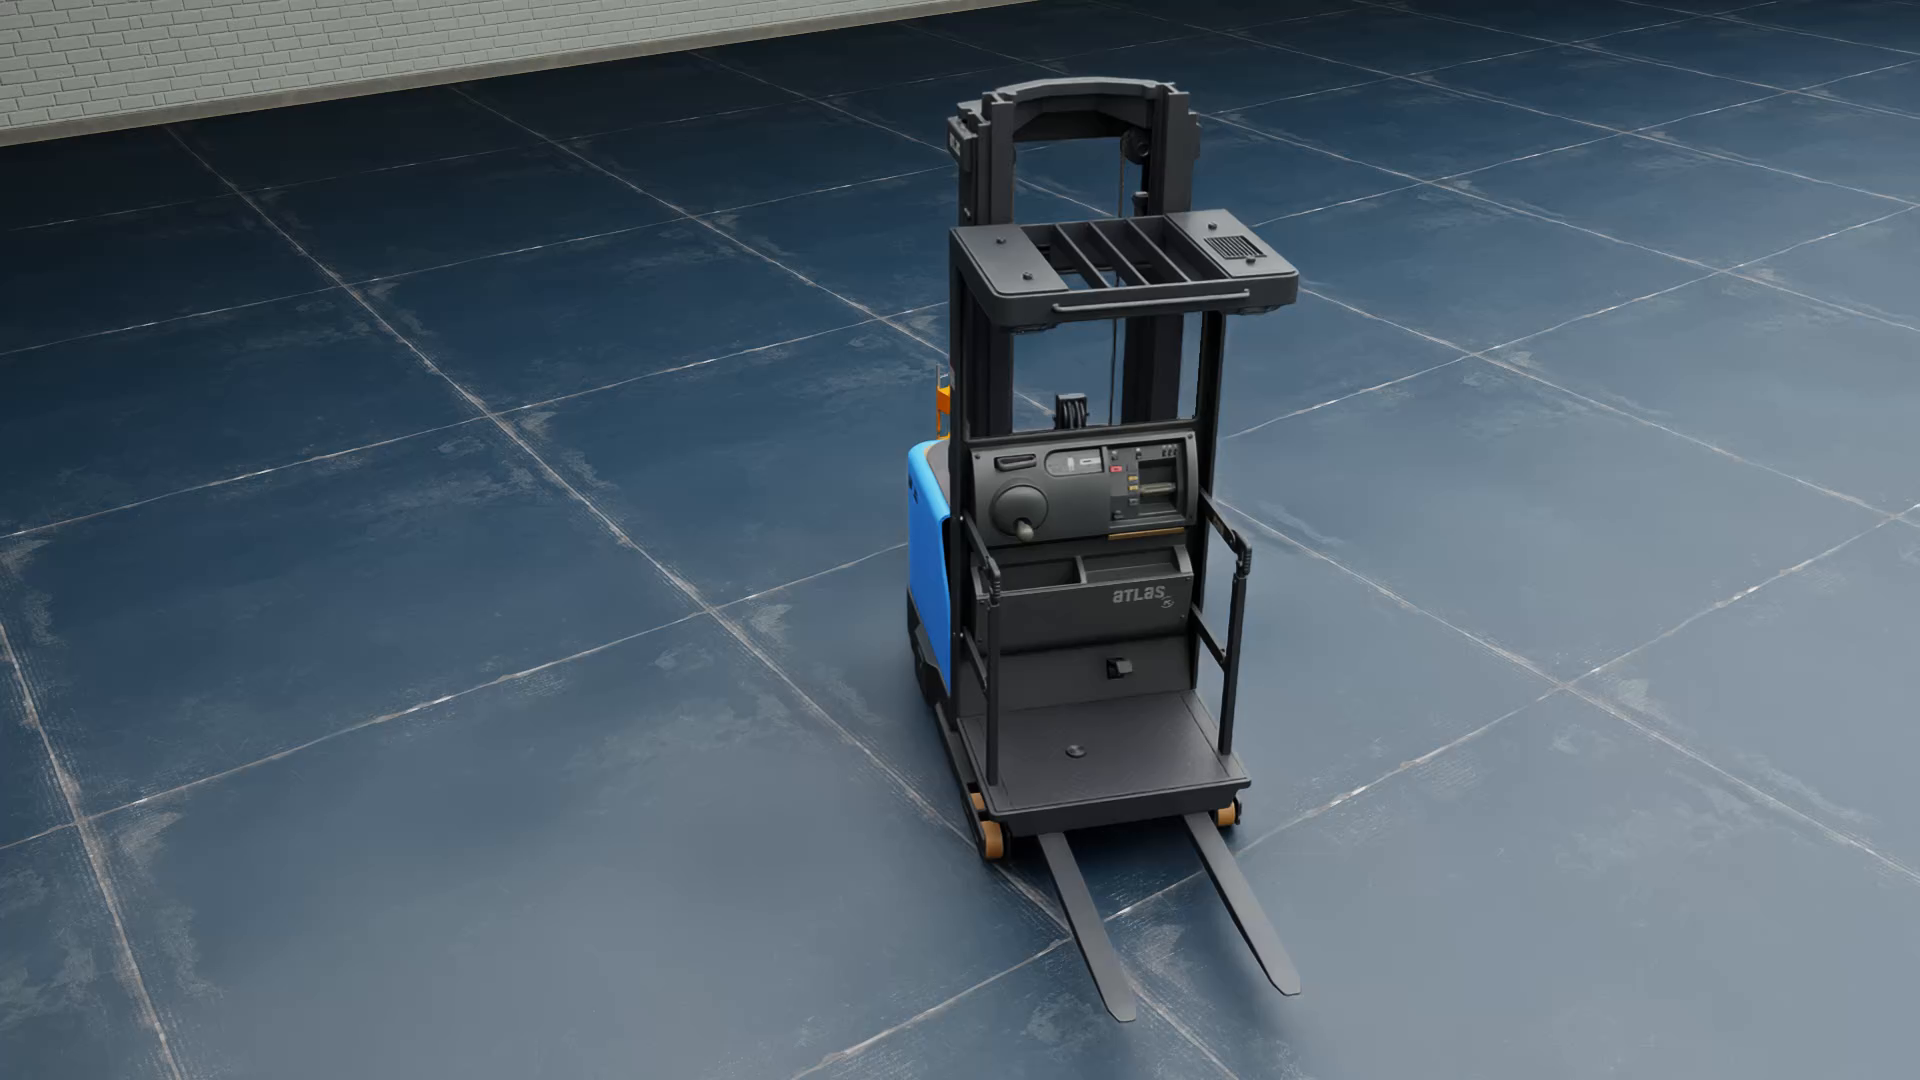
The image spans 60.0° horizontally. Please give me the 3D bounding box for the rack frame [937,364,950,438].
[{"bbox_3d":[-0.040,-0.488,9.048,0.200,1.050,0.008,-19,34,-31],"label":"rack frame"}]

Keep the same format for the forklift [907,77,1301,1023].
[{"bbox_3d":[0.553,-0.171,6.493,1.130,2.935,3.031,-6,29,-11],"label":"forklift"}]

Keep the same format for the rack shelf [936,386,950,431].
[{"bbox_3d":[0.031,-0.681,8.831,0.215,0.259,0.240,-19,34,-31],"label":"rack shelf"}]

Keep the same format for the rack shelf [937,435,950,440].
[{"bbox_3d":[0.031,-0.431,8.966,0.215,0.259,0.240,-19,34,-31],"label":"rack shelf"}]

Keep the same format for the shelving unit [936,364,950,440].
[{"bbox_3d":[0.031,-0.441,8.961,0.215,1.050,0.252,-19,34,-31],"label":"shelving unit"}]
